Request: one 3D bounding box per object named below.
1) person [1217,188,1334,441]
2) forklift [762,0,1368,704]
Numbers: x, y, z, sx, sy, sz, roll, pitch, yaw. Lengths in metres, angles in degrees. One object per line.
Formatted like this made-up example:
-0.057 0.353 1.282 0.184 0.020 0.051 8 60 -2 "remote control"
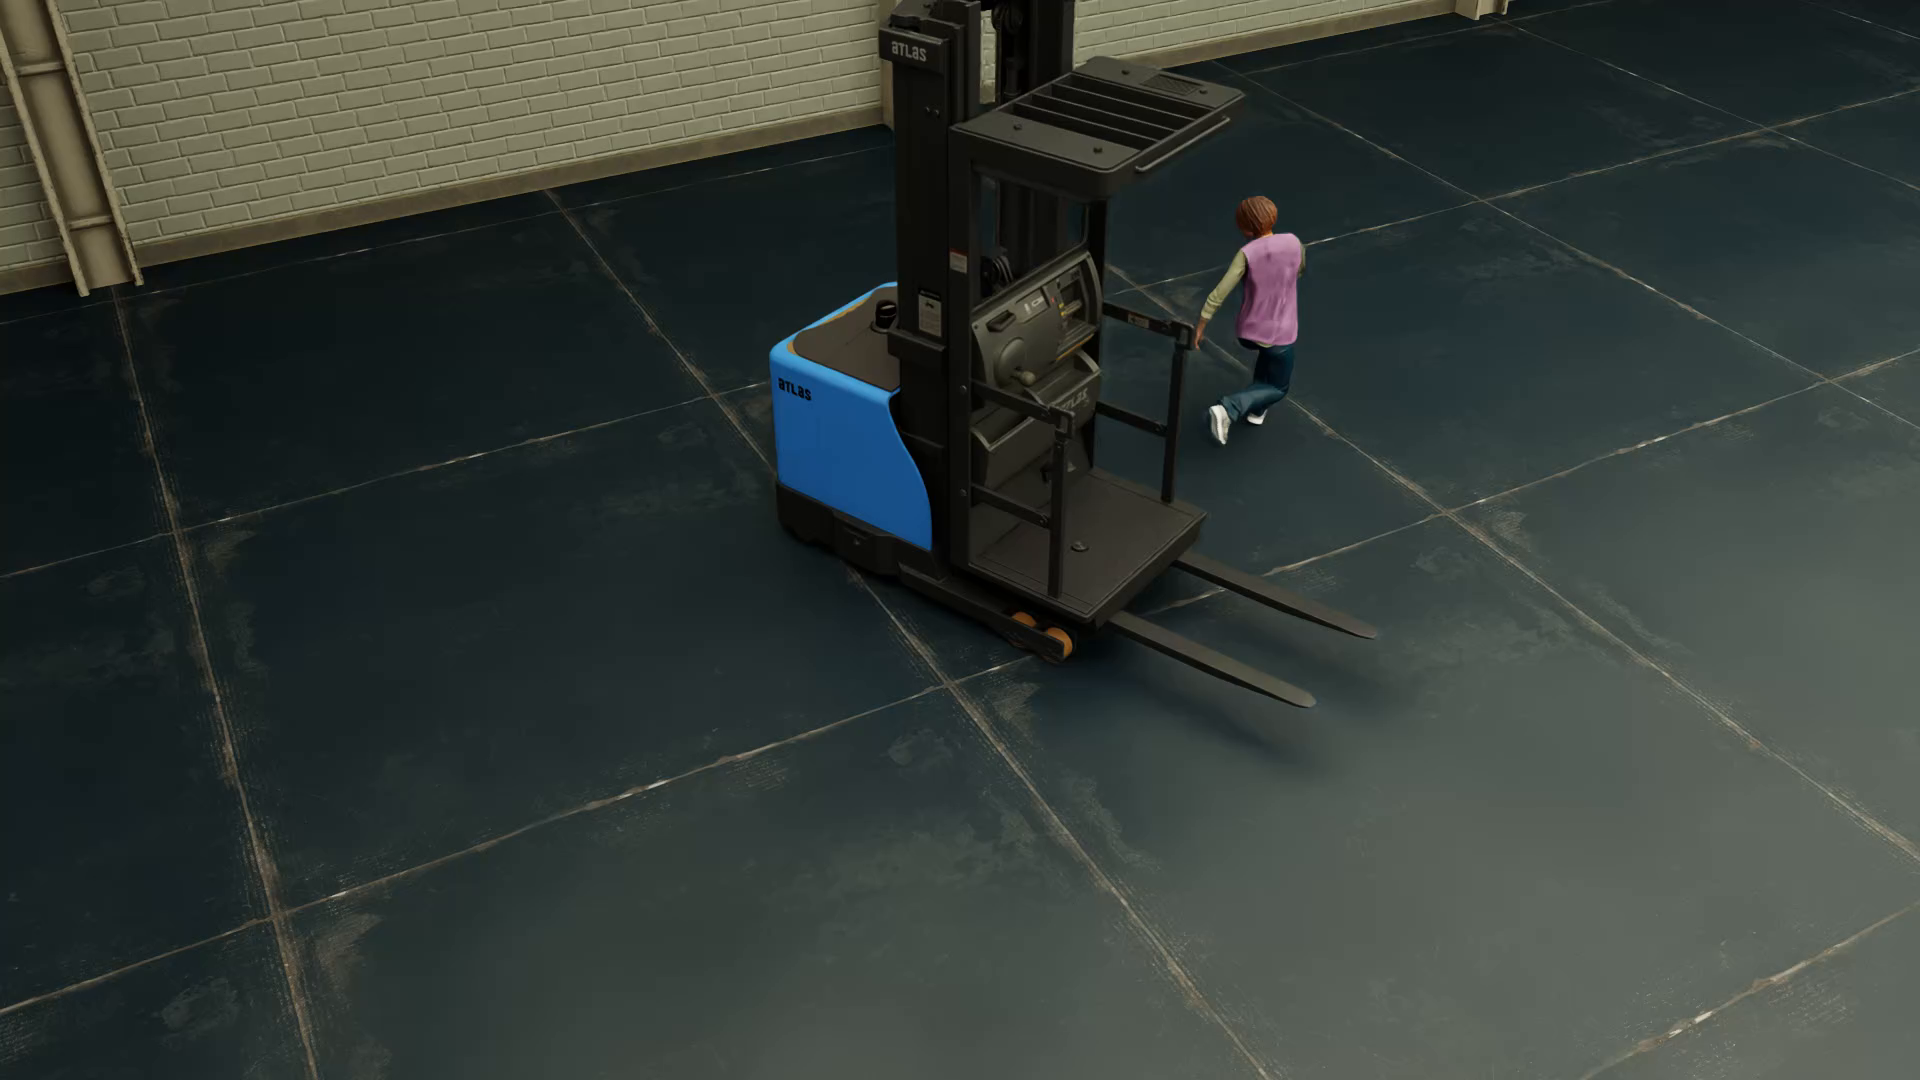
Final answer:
1.707 -1.222 9.217 0.576 1.395 0.647 16 38 21 "person"
0.486 -0.983 7.513 3.031 2.935 1.130 24 42 30 "forklift"
